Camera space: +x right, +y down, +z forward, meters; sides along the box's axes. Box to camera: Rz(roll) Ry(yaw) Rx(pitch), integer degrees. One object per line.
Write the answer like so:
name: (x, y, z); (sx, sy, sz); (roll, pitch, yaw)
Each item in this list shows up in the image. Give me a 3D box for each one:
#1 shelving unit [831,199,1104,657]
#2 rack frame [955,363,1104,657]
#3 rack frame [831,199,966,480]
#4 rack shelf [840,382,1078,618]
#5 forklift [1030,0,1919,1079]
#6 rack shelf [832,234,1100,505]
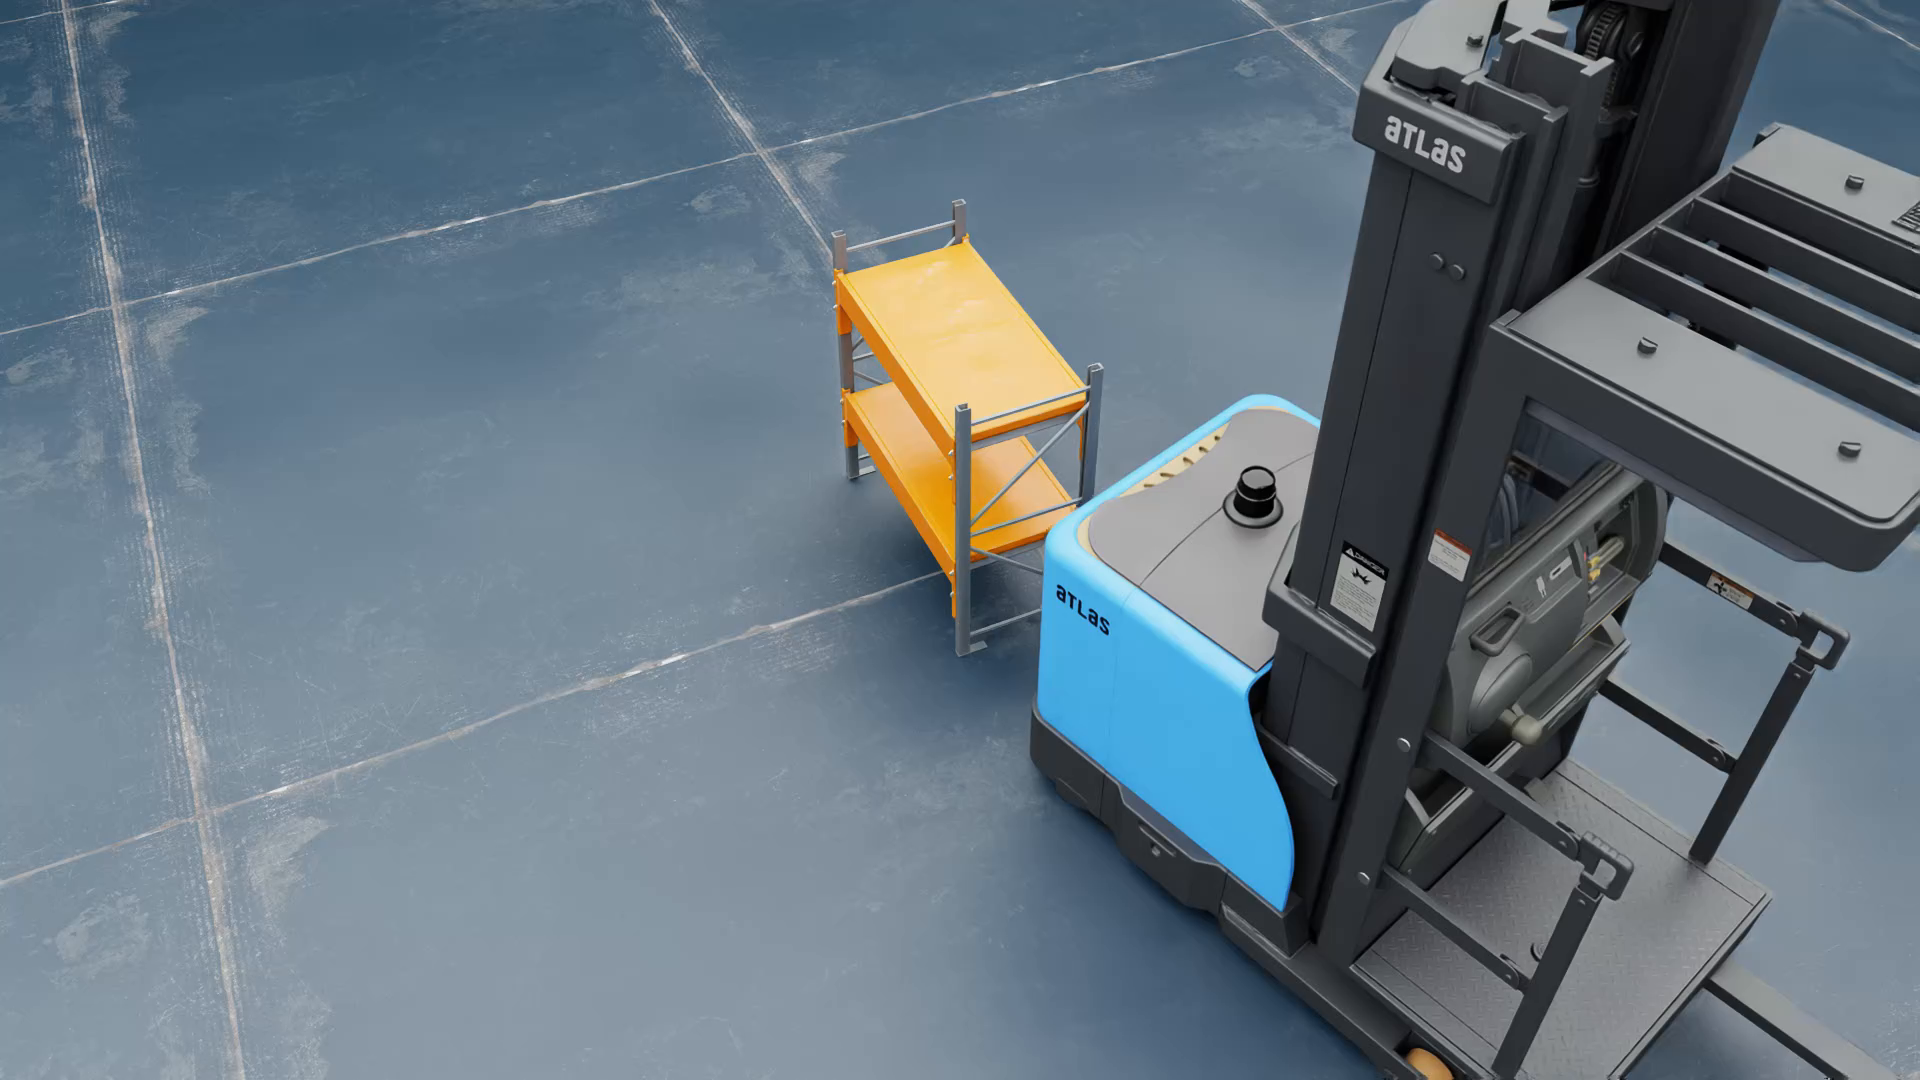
shelving unit: (0.003, -0.396, 5.851); (0.538, 1.125, 1.048); (-18, 47, -17)
rack frame: (0.217, -0.072, 5.522); (0.500, 1.125, 0.032); (-18, 47, -17)
rack frame: (-0.211, -0.720, 6.179); (0.500, 1.125, 0.032); (-18, 47, -17)
rack shelf: (0.003, -0.222, 6.022); (0.538, 0.278, 1.000); (-18, 47, -17)
forklift: (1.598, 0.228, 3.933); (1.130, 2.935, 3.031); (-33, 53, -29)
rack shelf: (0.003, -0.604, 5.645); (0.538, 0.278, 1.000); (-18, 47, -17)
